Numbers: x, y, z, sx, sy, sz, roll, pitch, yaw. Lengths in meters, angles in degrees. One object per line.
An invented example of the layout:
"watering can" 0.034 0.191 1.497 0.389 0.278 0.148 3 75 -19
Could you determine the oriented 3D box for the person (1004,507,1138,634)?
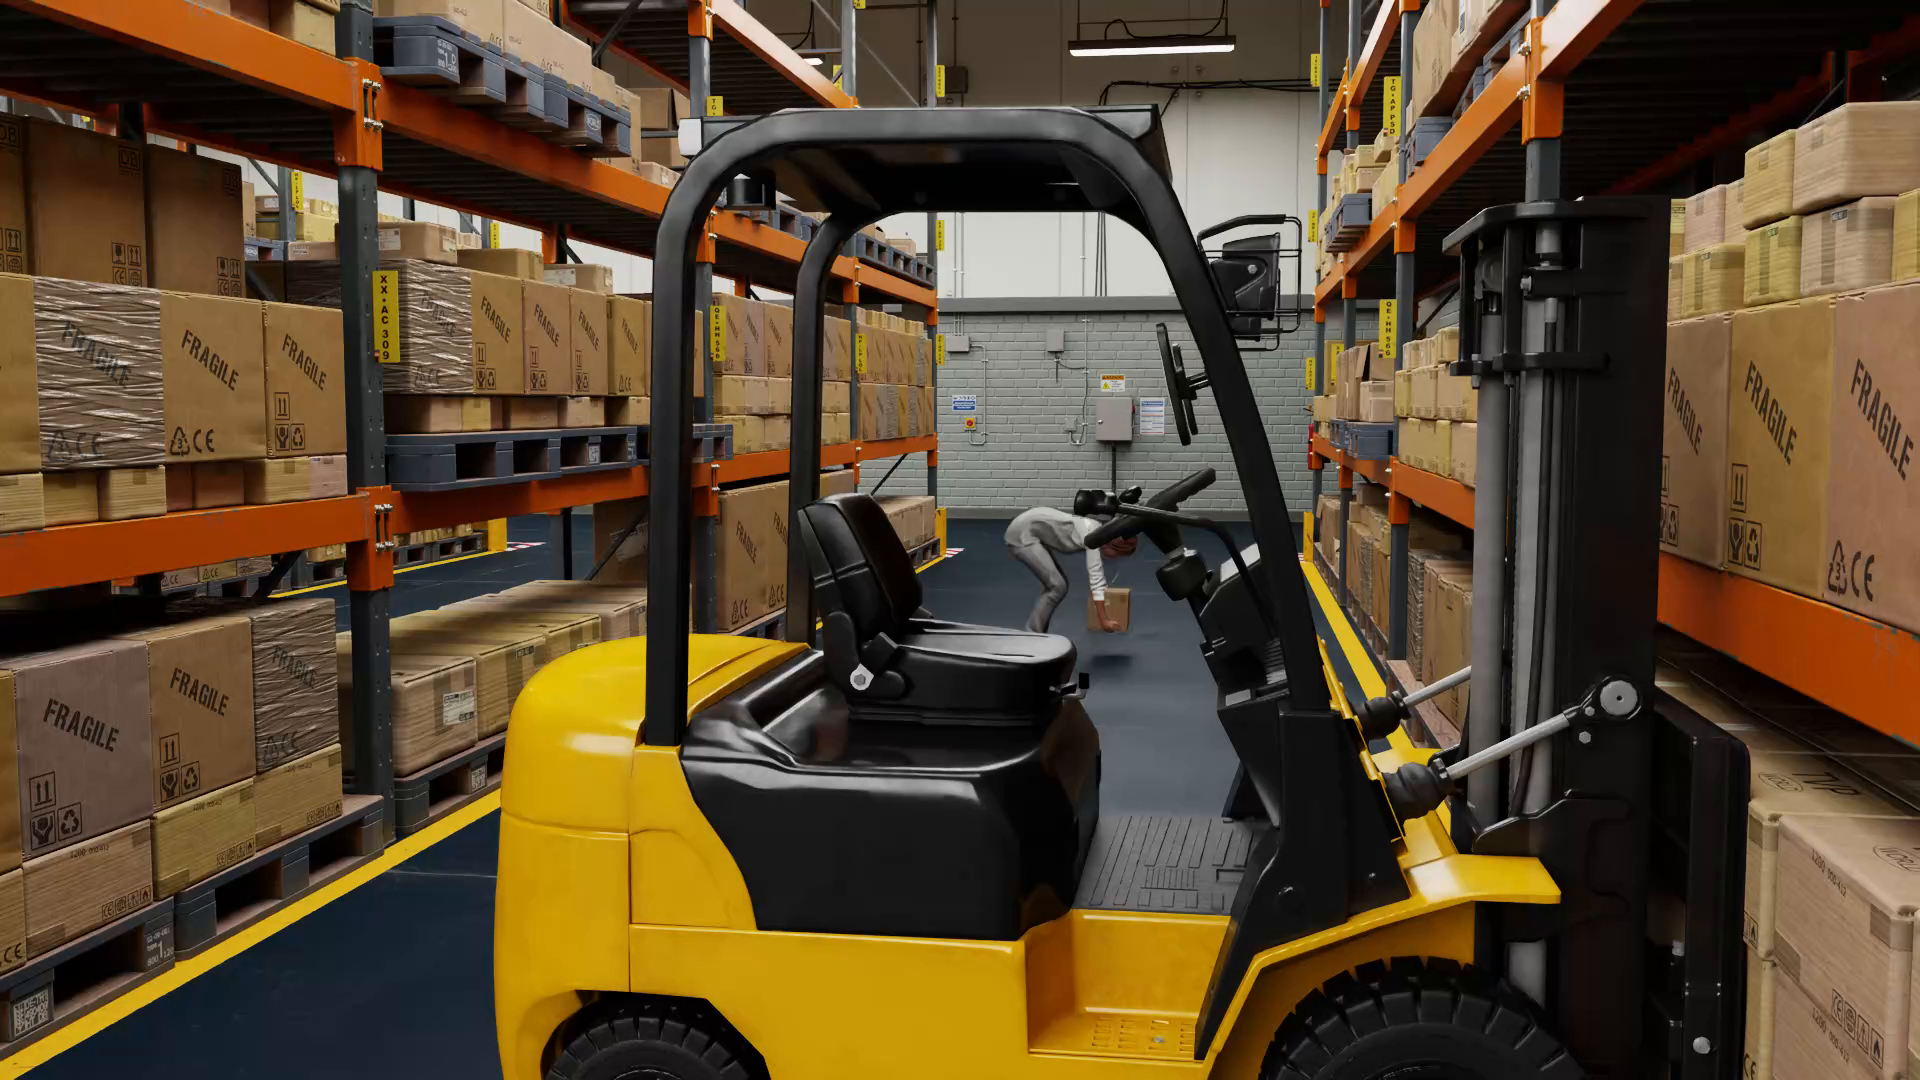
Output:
"person" 0.713 0.271 10.747 0.868 0.956 0.408 1 5 6
